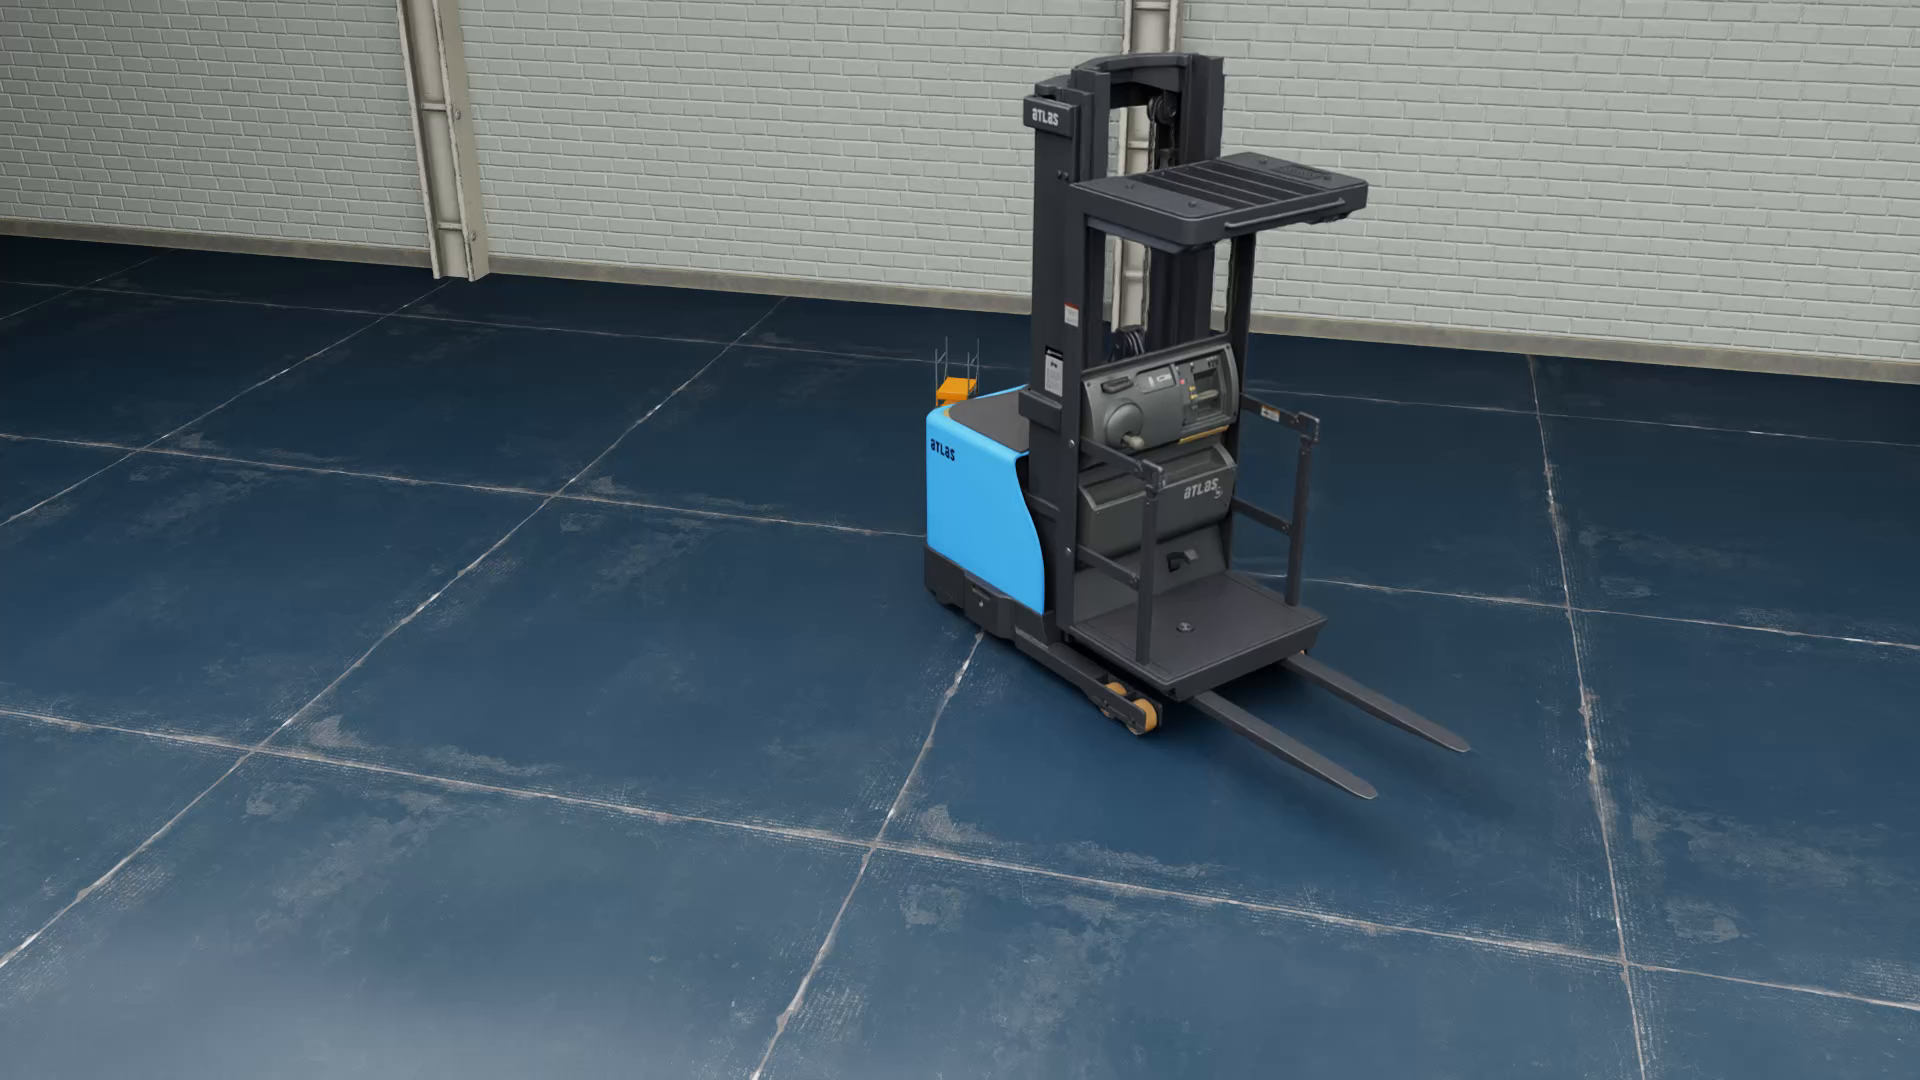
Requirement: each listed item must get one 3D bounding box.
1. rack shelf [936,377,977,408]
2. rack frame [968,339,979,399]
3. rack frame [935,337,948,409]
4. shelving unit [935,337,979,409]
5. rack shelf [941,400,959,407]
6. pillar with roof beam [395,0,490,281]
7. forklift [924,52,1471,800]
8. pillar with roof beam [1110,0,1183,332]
[{"bbox_3d":[-0.014,-0.828,9.360,0.180,0.103,0.258,6,26,13],"label":"rack shelf"},{"bbox_3d":[0.075,-0.533,9.475,0.006,1.200,0.240,6,26,13],"label":"rack frame"},{"bbox_3d":[-0.103,-0.553,9.516,0.006,1.200,0.240,6,26,13],"label":"rack frame"},{"bbox_3d":[-0.014,-0.543,9.495,0.189,1.200,0.258,6,26,13],"label":"shelving unit"},{"bbox_3d":[-0.014,-0.720,9.411,0.180,0.103,0.258,6,26,13],"label":"rack shelf"},{"bbox_3d":[-5.457,-4.609,8.962,0.400,9.000,9.100,6,26,13],"label":"pillar with roof beam"},{"bbox_3d":[1.084,-0.645,7.696,1.130,2.935,3.031,-18,31,-32],"label":"forklift"},{"bbox_3d":[0.353,-3.967,7.613,0.400,9.000,9.100,6,26,13],"label":"pillar with roof beam"}]
